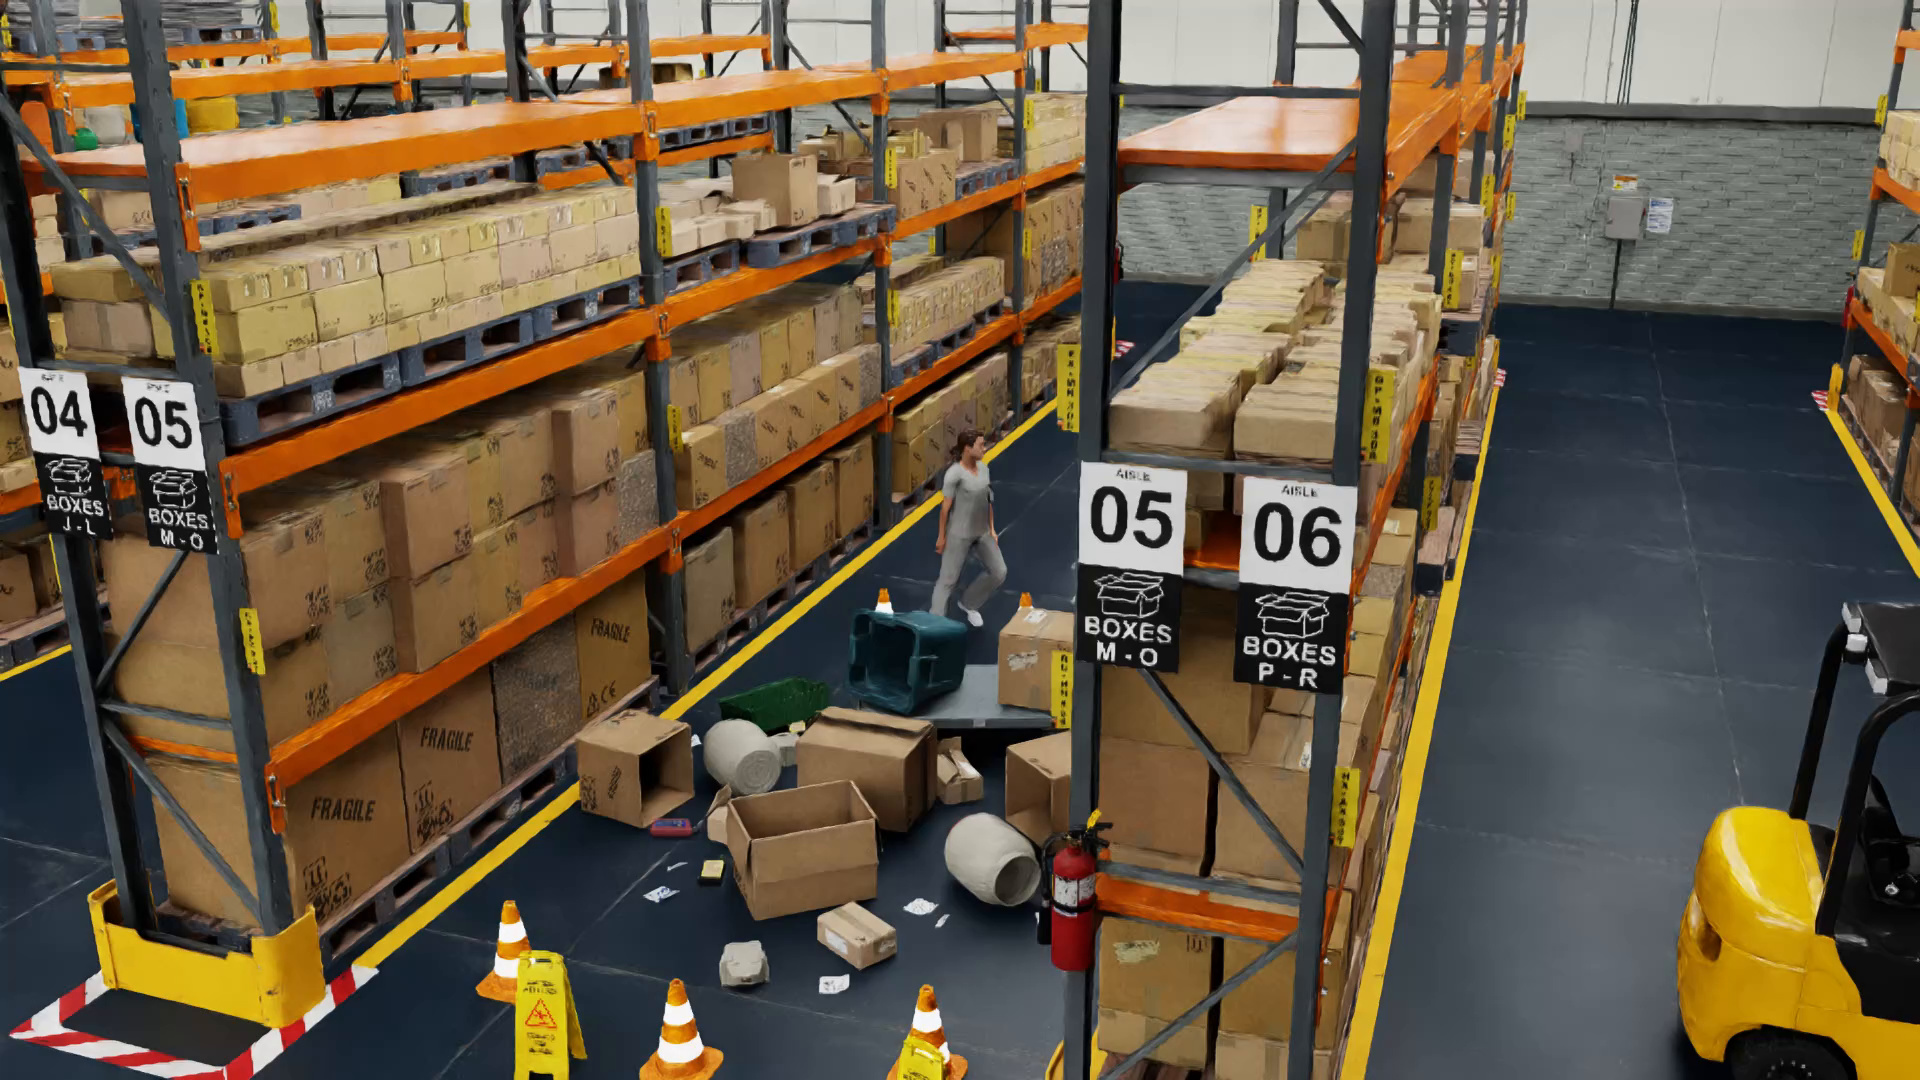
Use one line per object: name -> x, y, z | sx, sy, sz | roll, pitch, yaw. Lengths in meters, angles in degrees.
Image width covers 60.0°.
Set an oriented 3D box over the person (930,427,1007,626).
person -> 0.017, -0.031, 12.641 | 0.464, 1.652, 0.588 | 18, 25, 42
